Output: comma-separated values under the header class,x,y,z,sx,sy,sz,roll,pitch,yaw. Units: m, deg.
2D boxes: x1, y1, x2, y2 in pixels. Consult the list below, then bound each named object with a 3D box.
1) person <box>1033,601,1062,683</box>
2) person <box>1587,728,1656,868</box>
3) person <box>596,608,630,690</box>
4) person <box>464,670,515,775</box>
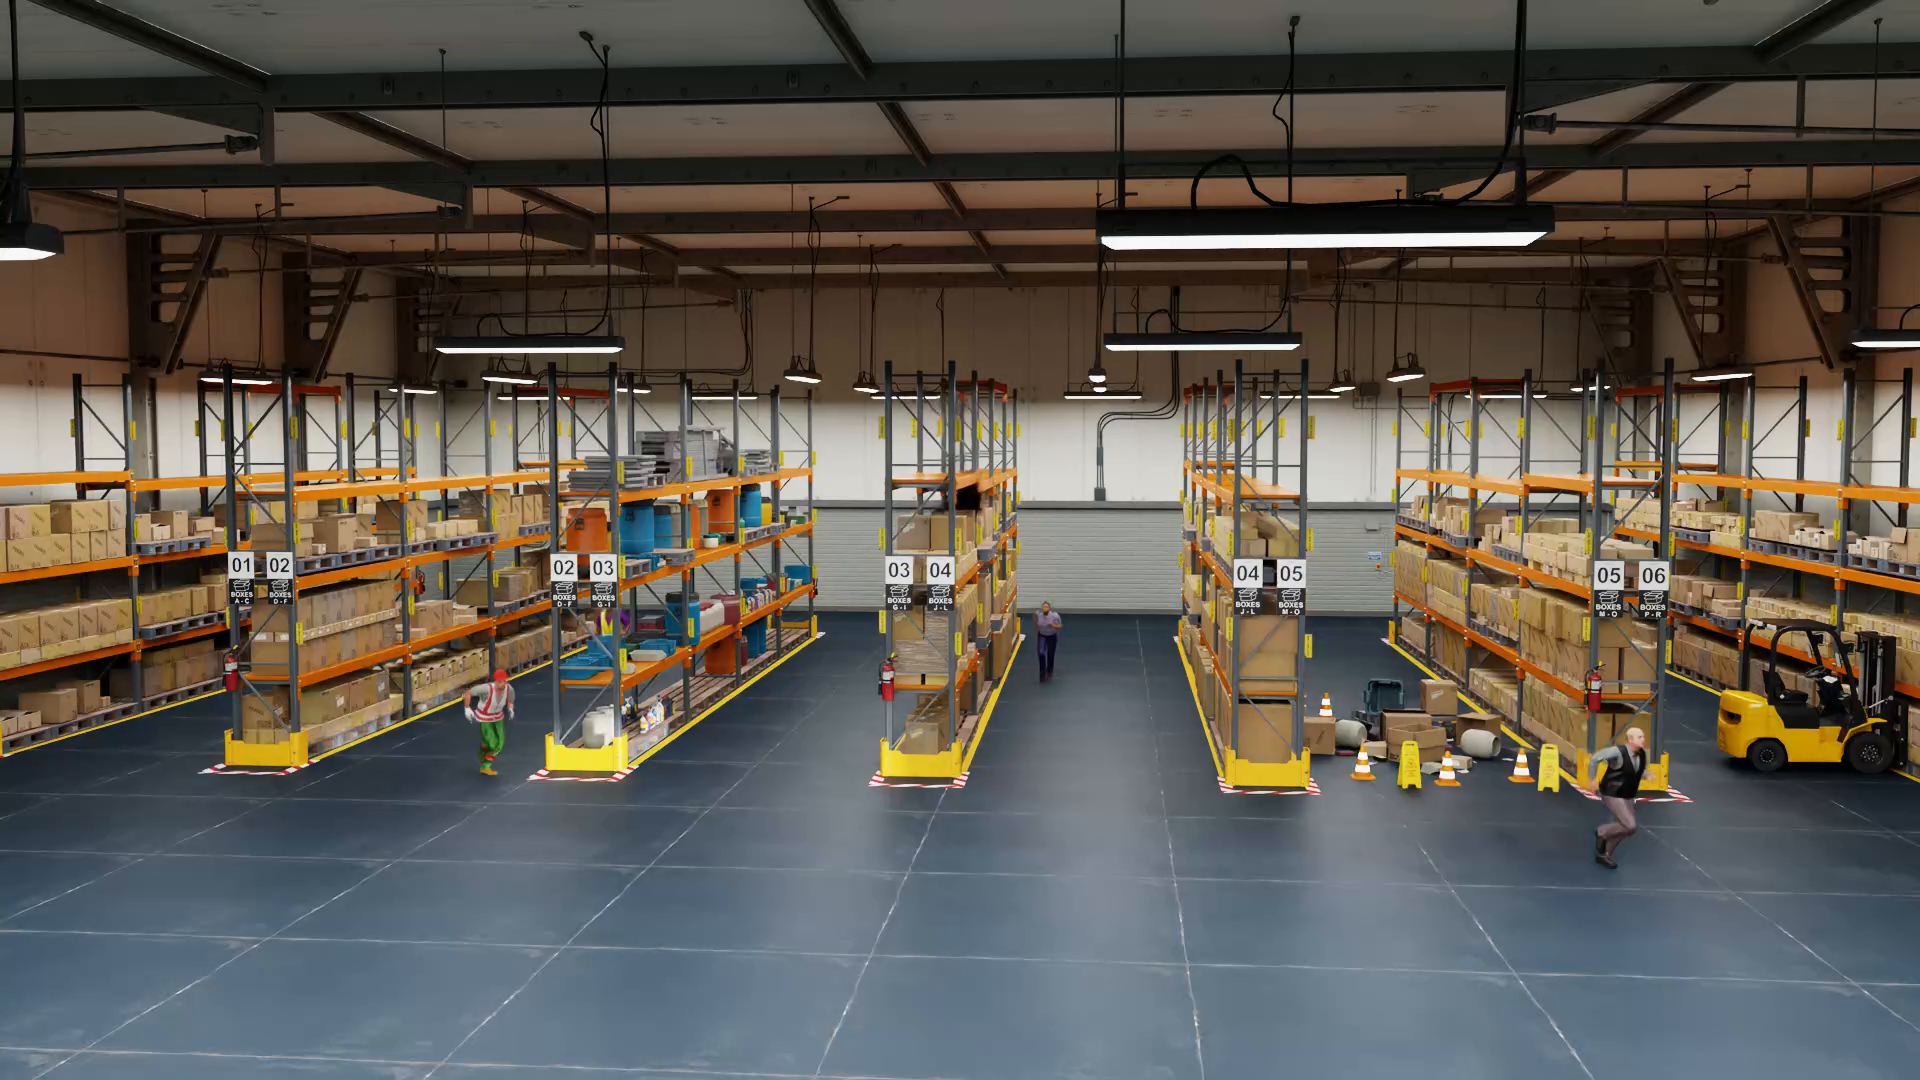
class,x,y,z,sx,sy,sz,roll,pitch,yaw
person,1.748,2.018,33.276,0.597,1.640,0.908,0,4,5
person,7.558,2.939,18.931,0.645,1.646,0.733,-2,4,-32
person,-6.759,2.003,32.432,0.694,1.776,0.792,0,4,2
person,-6.771,2.636,23.980,0.693,1.591,0.825,-3,5,-42
